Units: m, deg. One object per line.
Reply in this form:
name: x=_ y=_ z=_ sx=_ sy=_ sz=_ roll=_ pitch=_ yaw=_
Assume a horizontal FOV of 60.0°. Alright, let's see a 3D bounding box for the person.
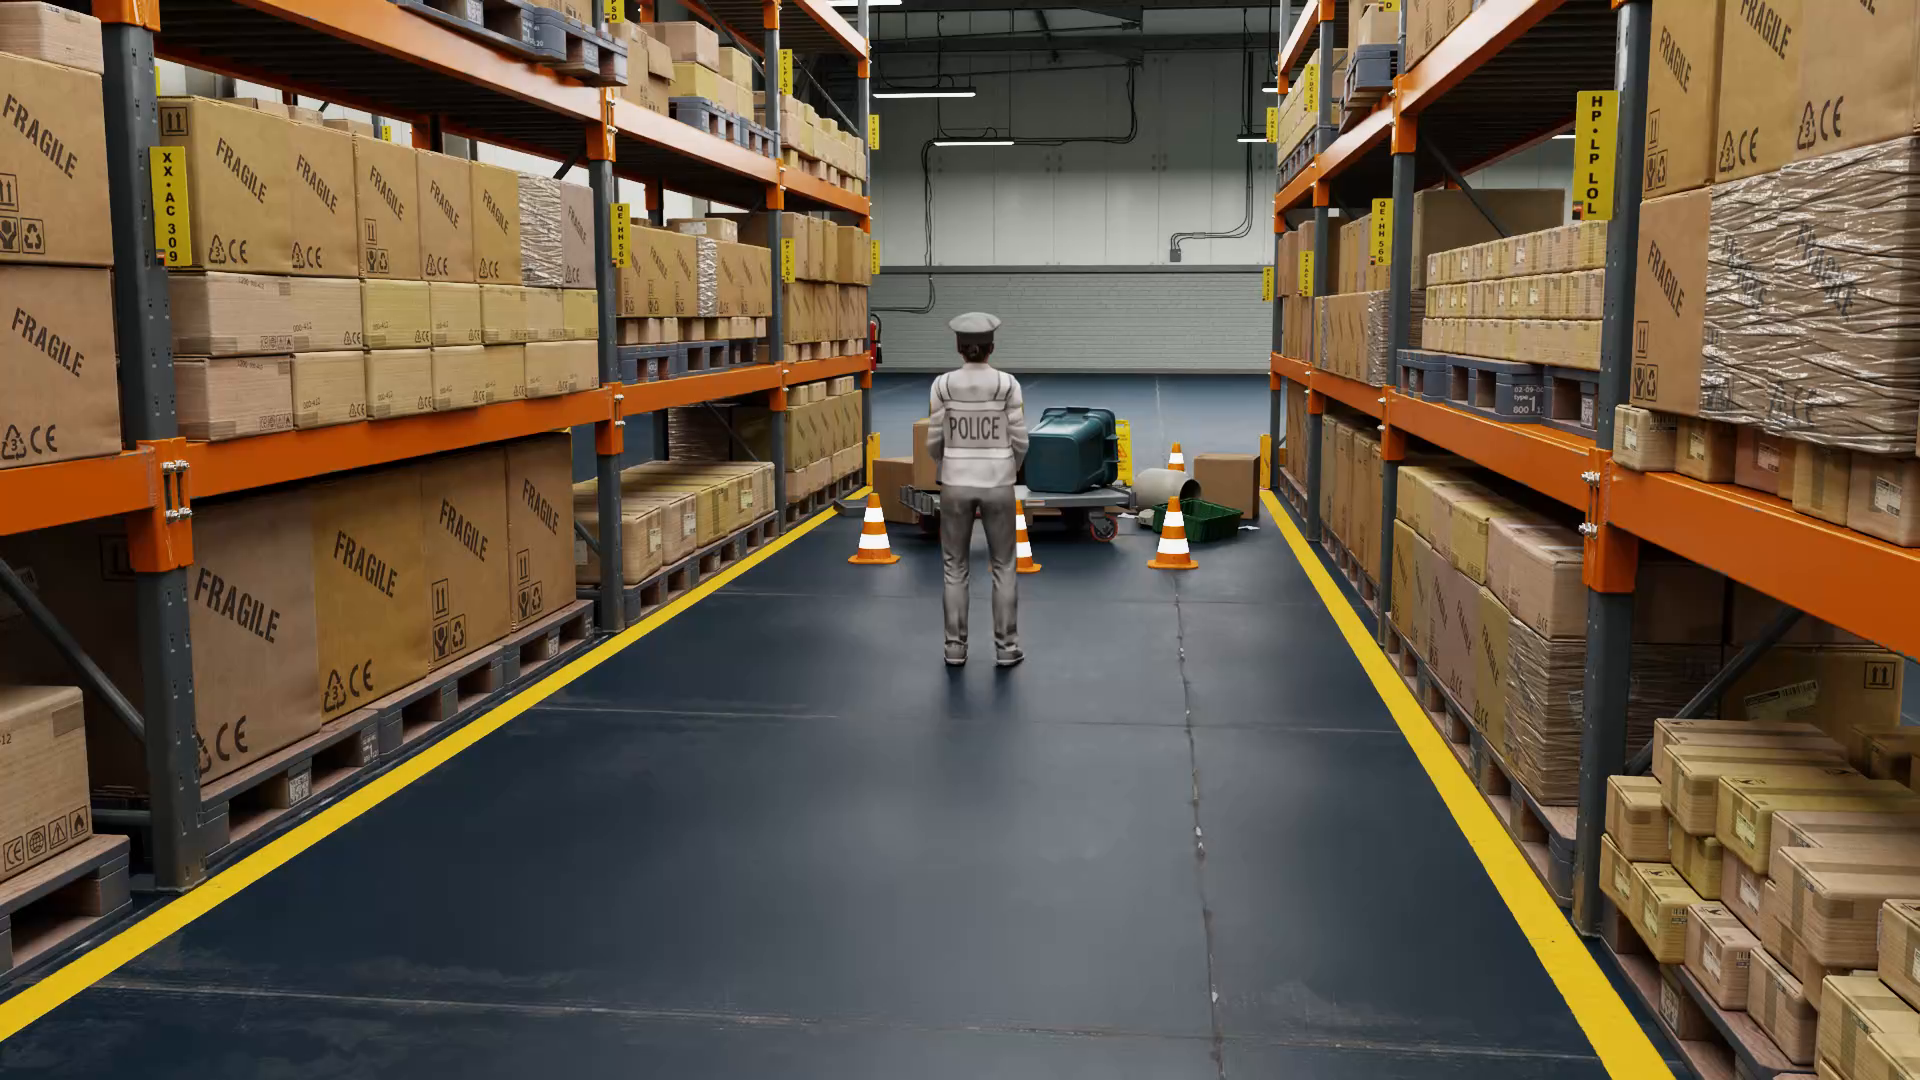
person: x=0.088 y=-0.248 z=8.019 sx=0.494 sy=1.690 sz=0.464 roll=1 pitch=8 yaw=6
